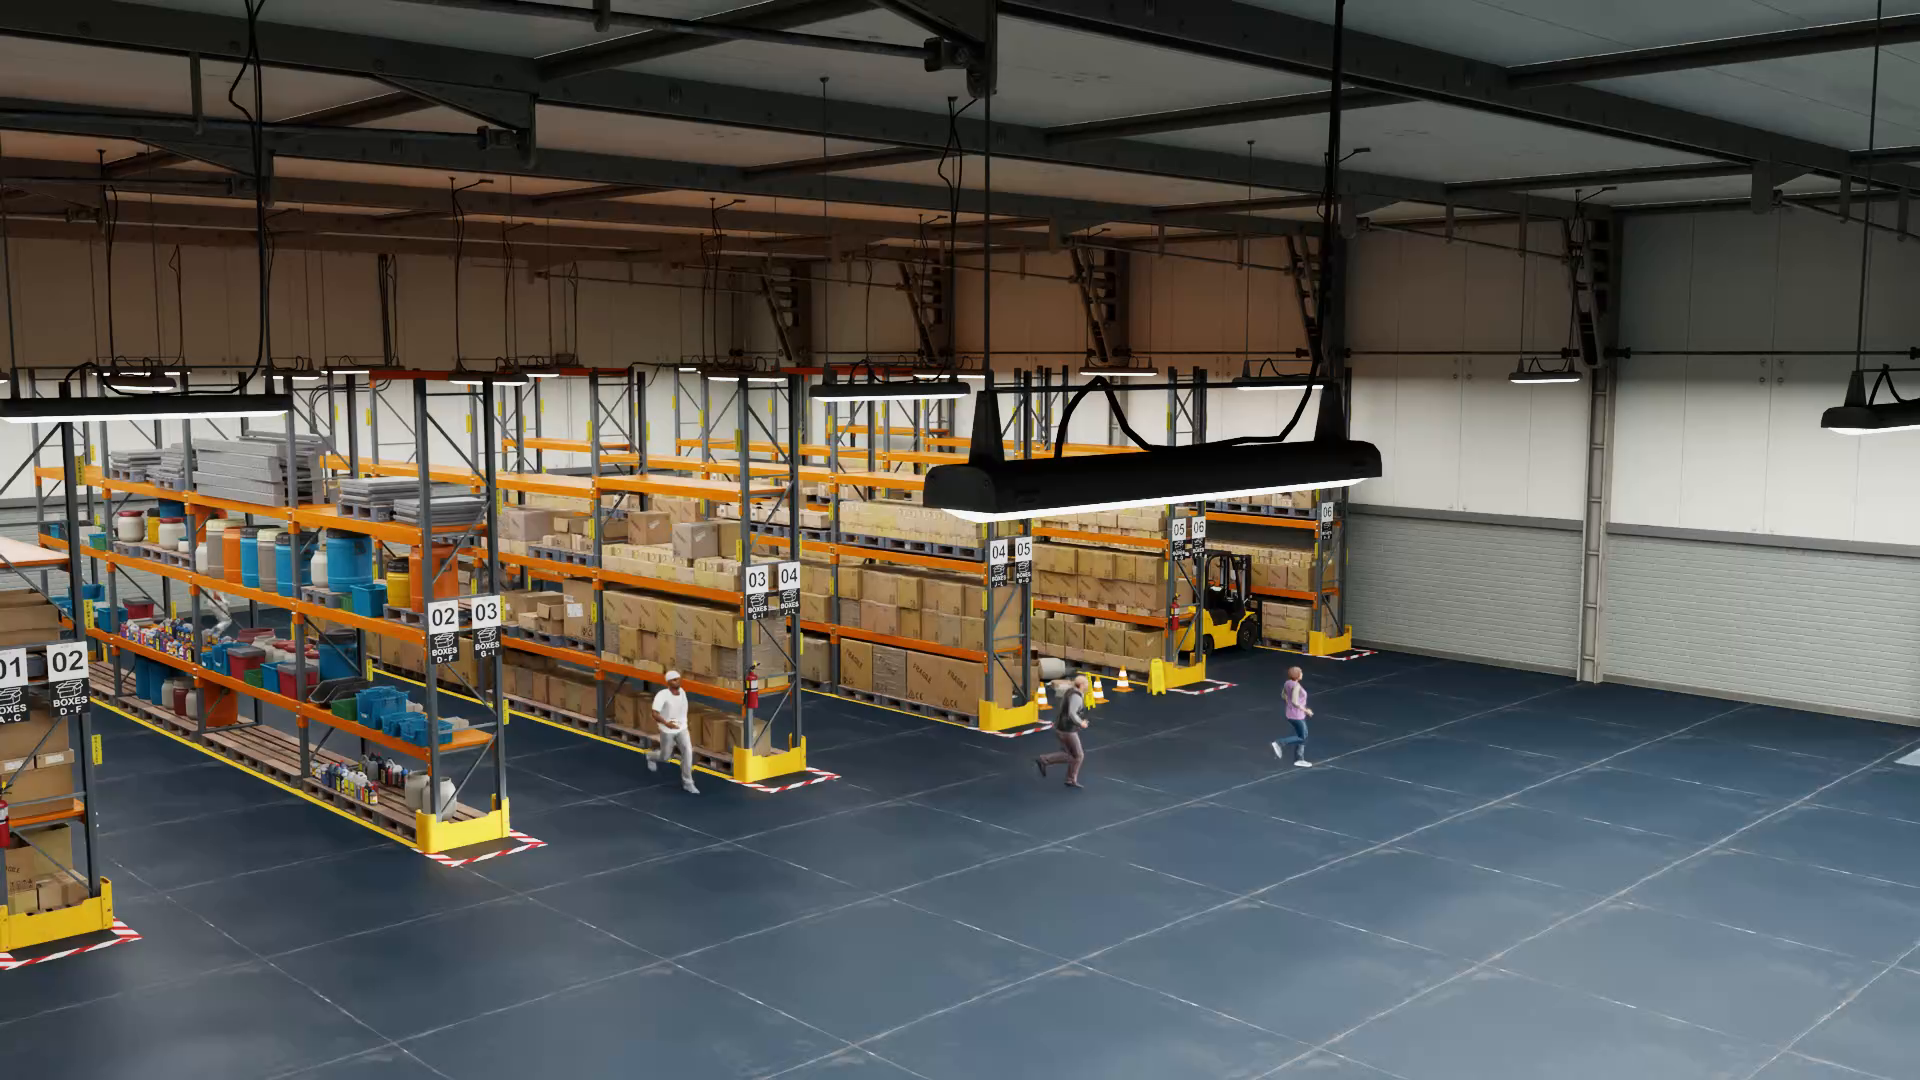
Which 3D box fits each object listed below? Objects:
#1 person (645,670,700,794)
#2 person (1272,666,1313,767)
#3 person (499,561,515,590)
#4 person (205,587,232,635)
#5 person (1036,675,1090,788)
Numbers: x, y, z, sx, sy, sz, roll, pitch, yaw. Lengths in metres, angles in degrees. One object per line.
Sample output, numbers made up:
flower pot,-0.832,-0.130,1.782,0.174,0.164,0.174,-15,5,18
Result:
person,-4.192,2.762,24.150,0.670,1.757,1.099,-6,9,-43
person,5.070,2.700,25.402,0.651,1.565,0.536,-1,6,-5
person,-11.109,0.827,40.971,0.730,1.831,0.991,3,7,27
person,-16.035,1.415,35.911,0.652,1.736,0.612,6,9,44
person,1.498,2.803,24.149,0.774,1.686,0.654,0,6,-3
